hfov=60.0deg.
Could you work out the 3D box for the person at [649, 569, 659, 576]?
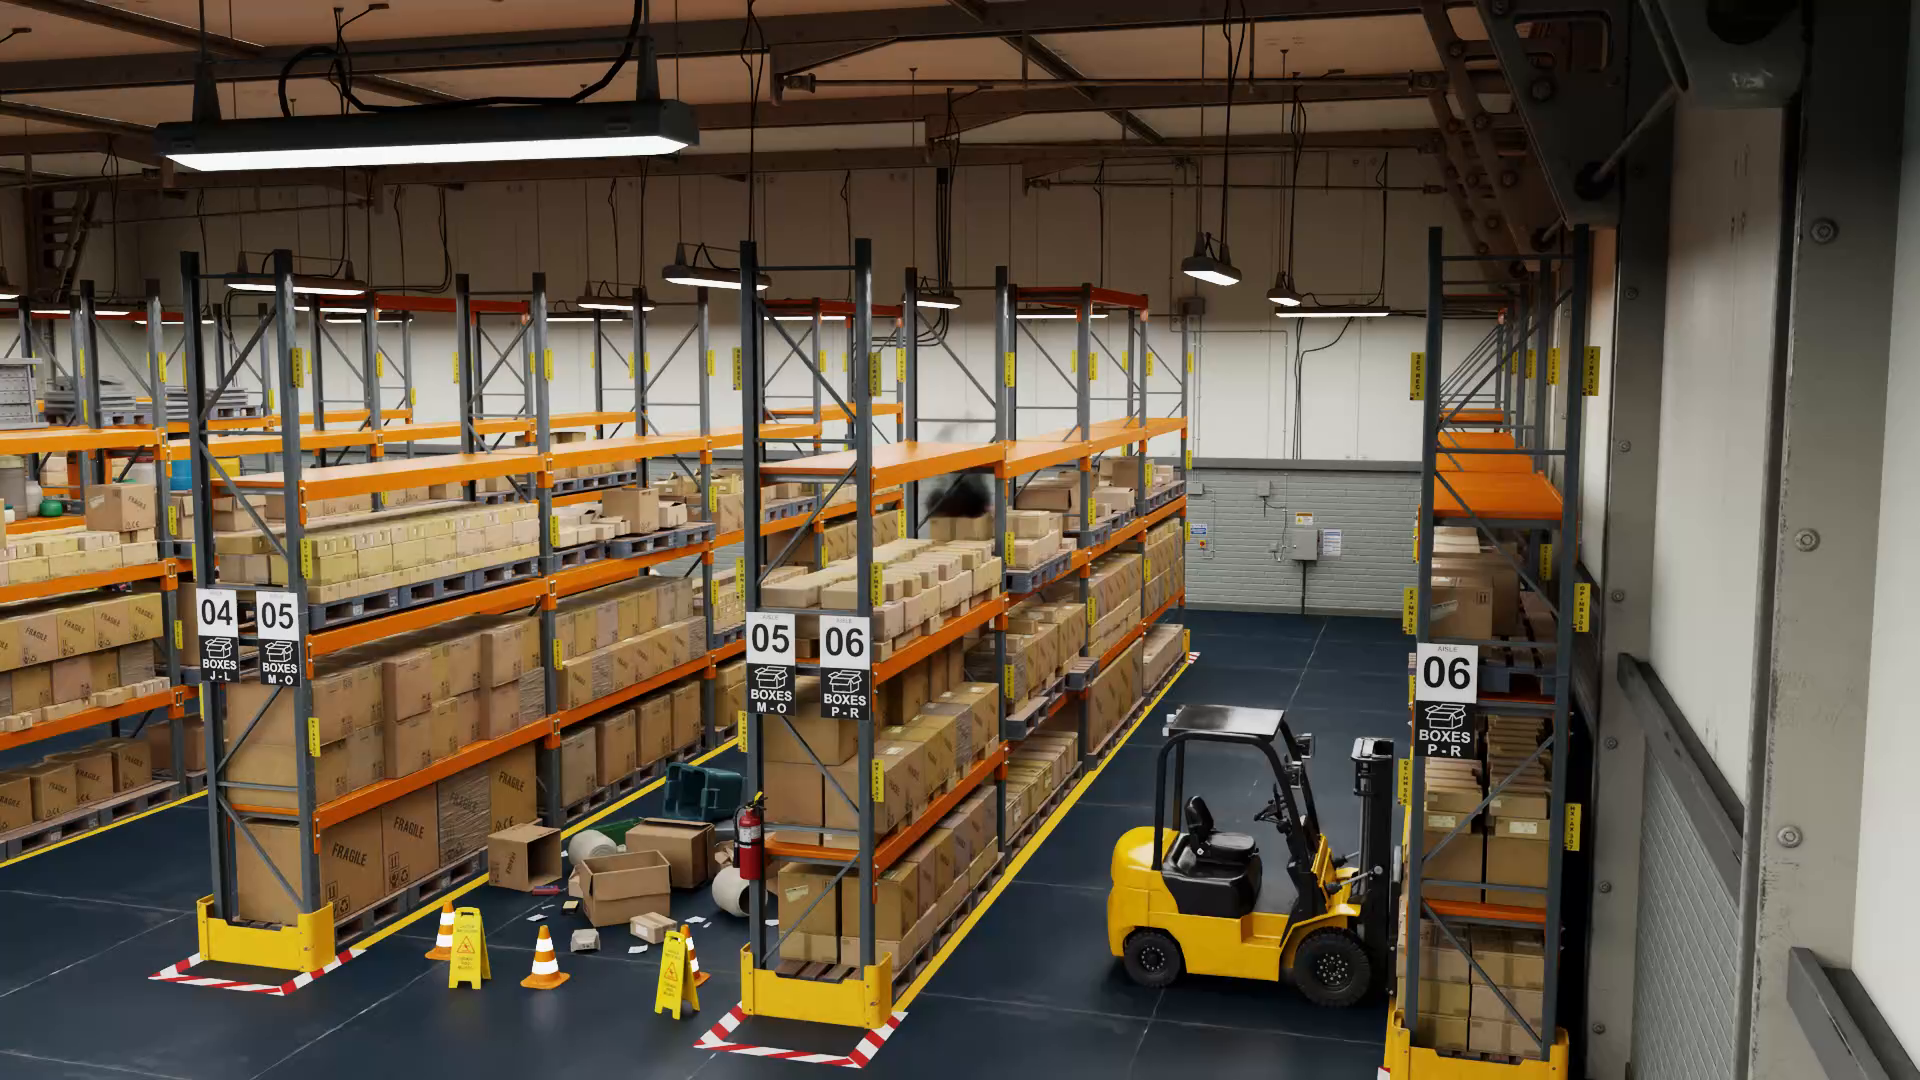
[{"bbox_3d":[-4.895,1.335,26.558,0.682,1.738,0.592,1,6,10],"label":"person"}]
